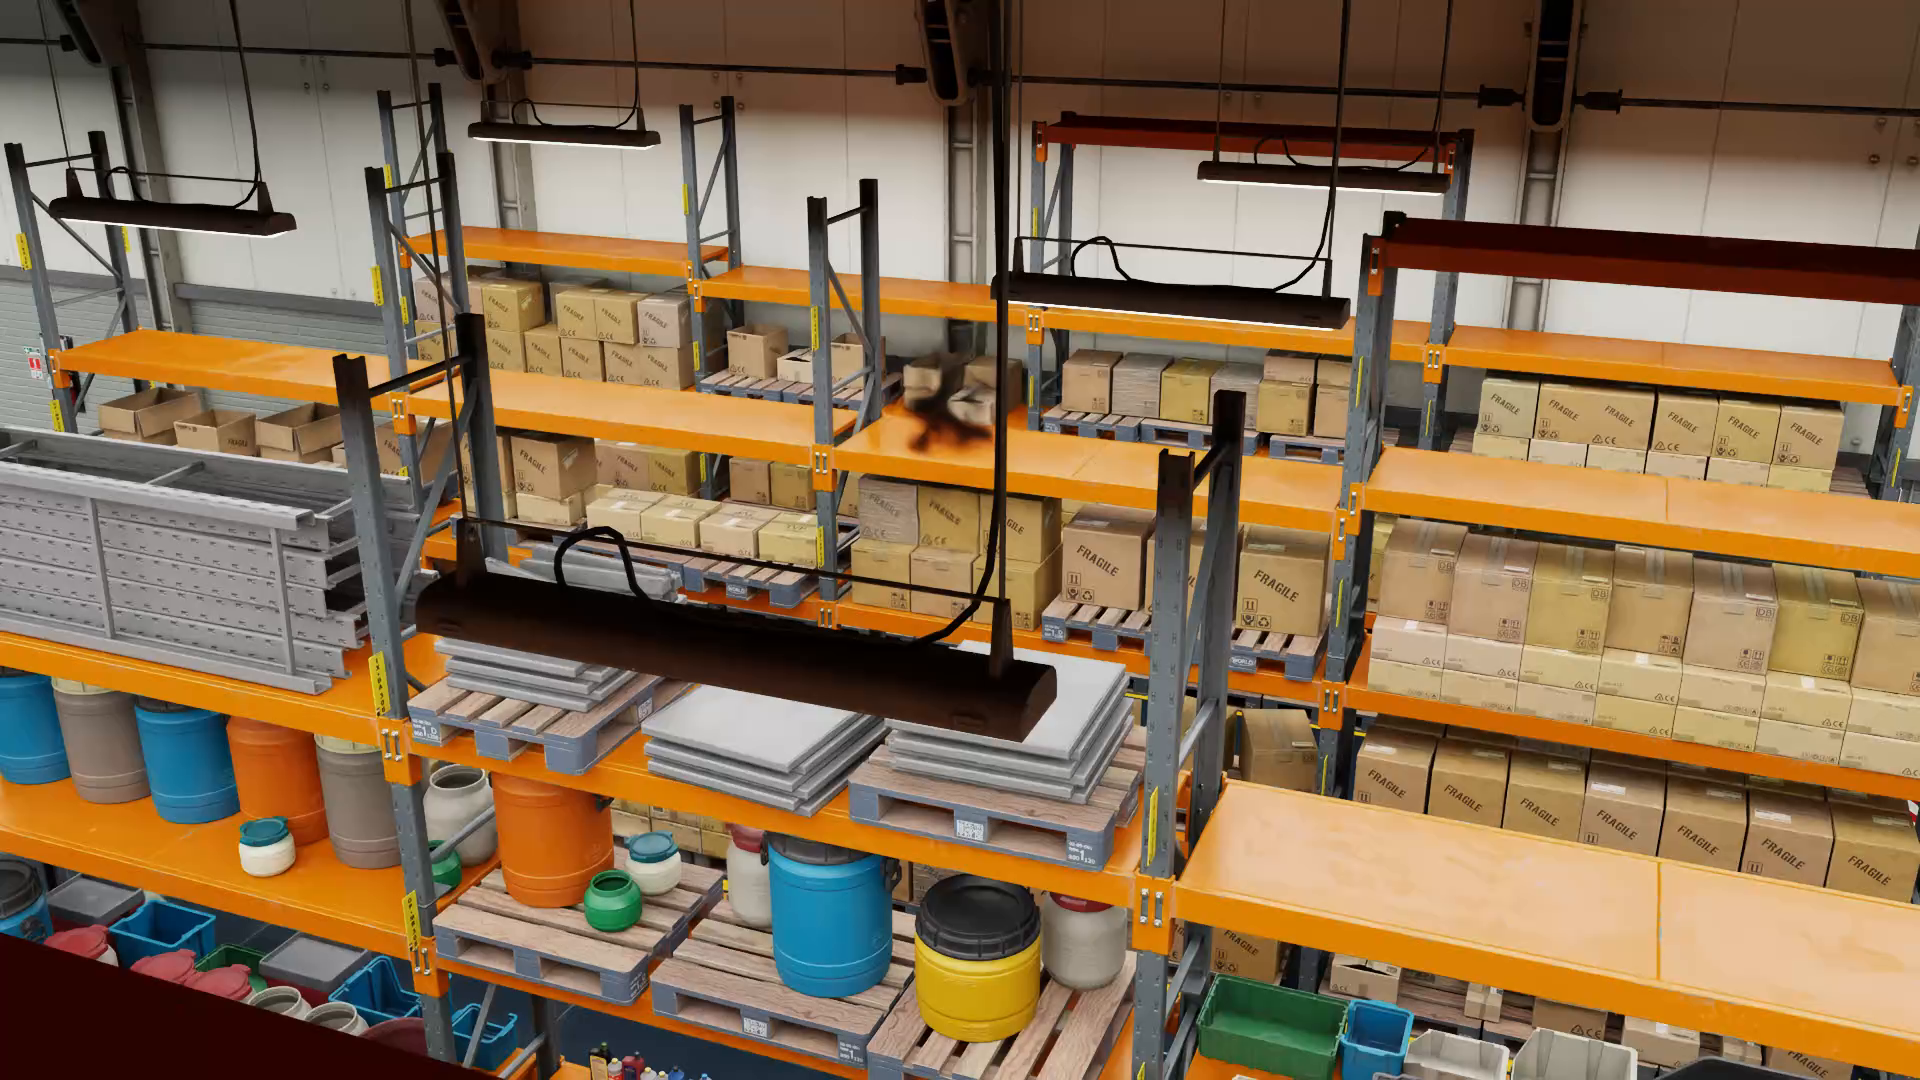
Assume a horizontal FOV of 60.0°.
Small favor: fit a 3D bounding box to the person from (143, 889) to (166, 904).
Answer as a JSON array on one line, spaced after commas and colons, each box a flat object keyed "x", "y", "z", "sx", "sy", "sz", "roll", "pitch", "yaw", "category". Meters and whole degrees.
[{"x": -6.779, "y": 2.449, "z": 13.503, "sx": 0.789, "sy": 1.854, "sz": 0.634, "roll": 2, "pitch": 21, "yaw": 5, "category": "person"}]
